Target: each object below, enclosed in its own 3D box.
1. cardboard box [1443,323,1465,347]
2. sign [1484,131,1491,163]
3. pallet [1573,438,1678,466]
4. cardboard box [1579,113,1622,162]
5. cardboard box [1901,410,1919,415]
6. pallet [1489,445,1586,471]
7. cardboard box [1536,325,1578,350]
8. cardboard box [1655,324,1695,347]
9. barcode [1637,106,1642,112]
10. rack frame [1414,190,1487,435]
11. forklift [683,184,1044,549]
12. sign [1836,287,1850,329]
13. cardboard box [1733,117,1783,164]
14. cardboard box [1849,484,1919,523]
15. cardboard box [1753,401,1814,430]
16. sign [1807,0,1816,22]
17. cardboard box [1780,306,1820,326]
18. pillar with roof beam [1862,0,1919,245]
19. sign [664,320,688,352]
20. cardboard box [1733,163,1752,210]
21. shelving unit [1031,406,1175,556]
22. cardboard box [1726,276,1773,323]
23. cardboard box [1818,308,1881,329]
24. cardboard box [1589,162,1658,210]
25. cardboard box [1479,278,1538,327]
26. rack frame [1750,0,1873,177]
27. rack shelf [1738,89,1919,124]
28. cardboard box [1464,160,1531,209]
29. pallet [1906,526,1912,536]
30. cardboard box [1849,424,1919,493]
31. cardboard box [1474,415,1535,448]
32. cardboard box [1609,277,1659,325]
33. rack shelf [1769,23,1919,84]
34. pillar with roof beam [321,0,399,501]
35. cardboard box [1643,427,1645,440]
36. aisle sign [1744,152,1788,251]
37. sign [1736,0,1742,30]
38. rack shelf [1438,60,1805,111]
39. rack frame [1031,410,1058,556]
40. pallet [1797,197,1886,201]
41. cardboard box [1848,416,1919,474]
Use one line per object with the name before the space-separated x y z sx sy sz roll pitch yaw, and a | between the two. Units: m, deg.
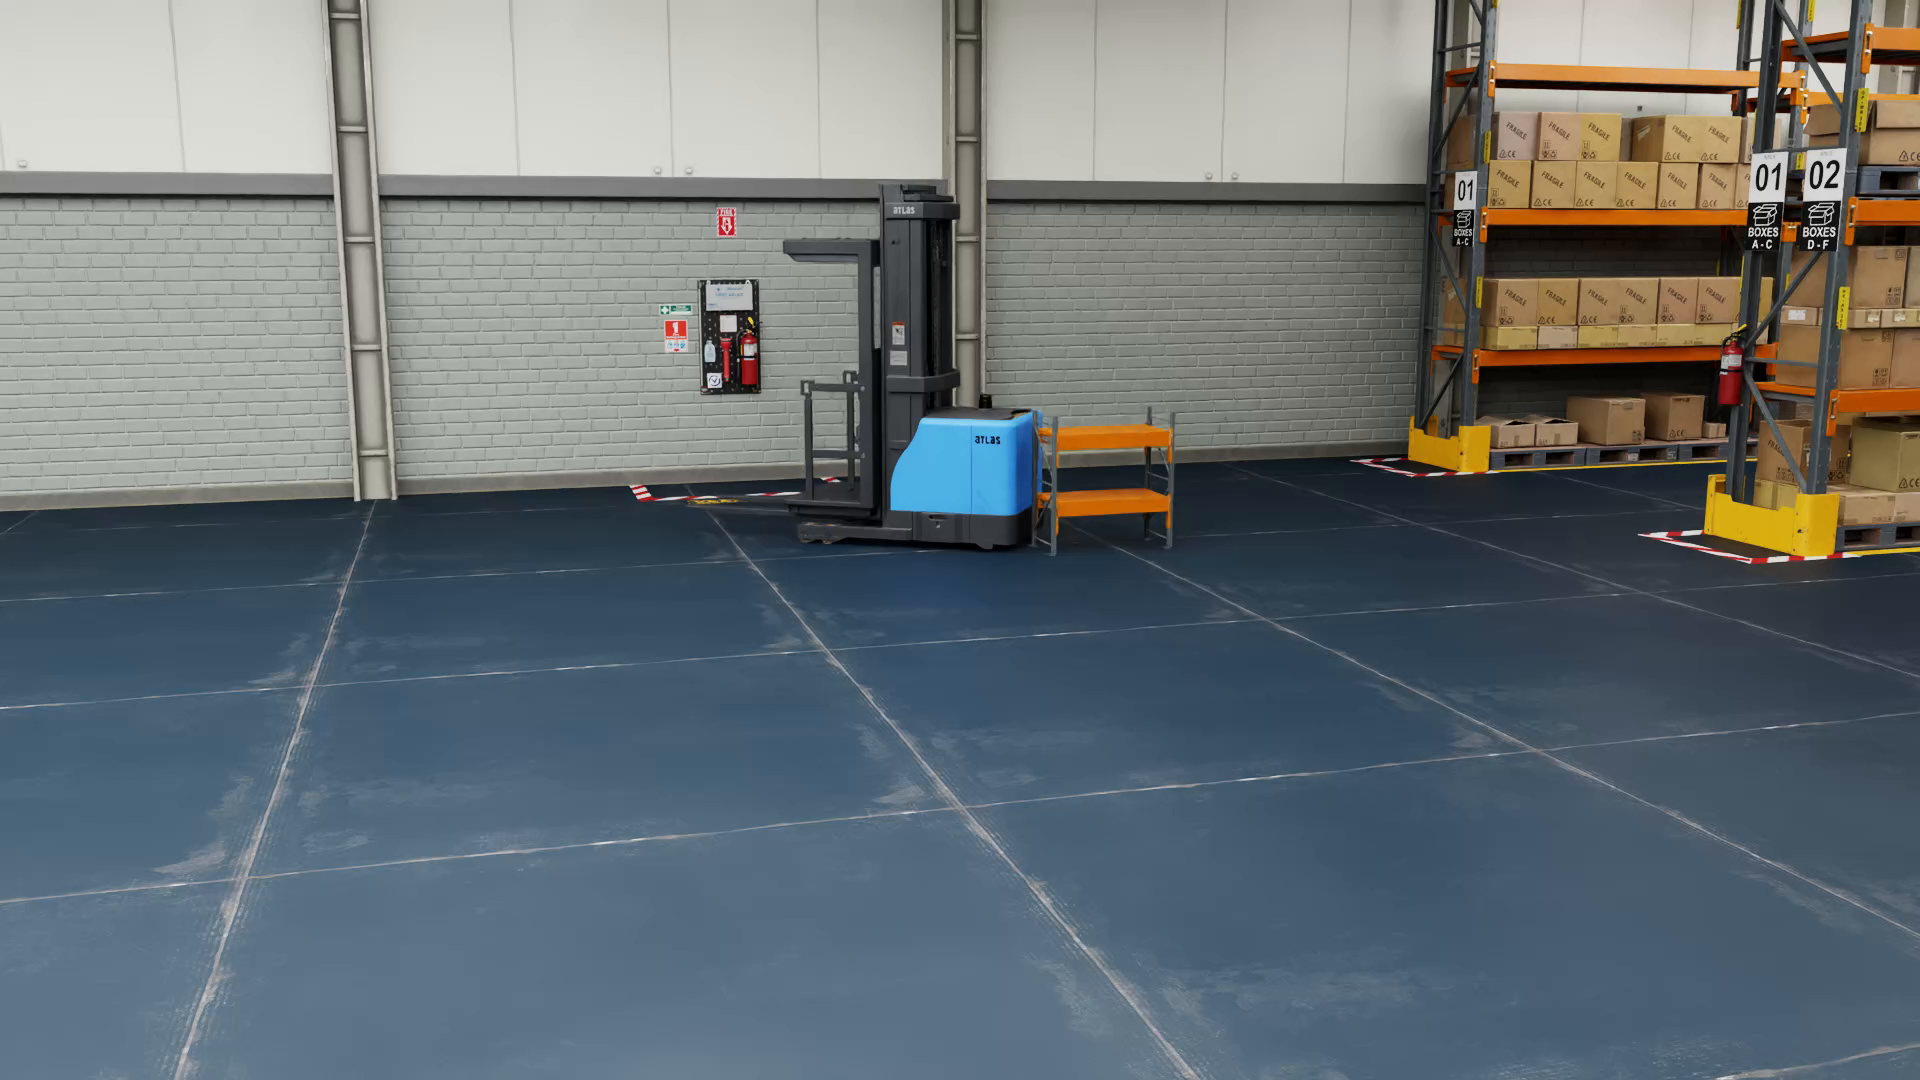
cardboard box | 5.771 -2.303 18.632 0.500 0.250 0.500 -3 11 -15
sign | 5.528 -4.121 17.446 0.005 0.325 0.100 -3 11 -16
pallet | 7.409 -1.038 19.104 1.213 0.211 1.003 -3 11 -16
cardboard box | 6.799 -4.358 18.054 0.500 0.500 0.500 -3 11 -14
cardboard box | 11.385 -1.620 20.252 0.500 0.500 0.700 -3 11 -16
pallet | 6.239 -0.977 18.772 1.213 0.211 1.003 -3 11 -16
cardboard box | 6.428 -2.244 18.311 0.500 0.250 0.500 -3 11 -18
cardboard box | 7.888 -2.320 18.722 0.500 0.250 0.500 -3 11 -16
barcode | 7.762 -4.926 18.989 0.075 0.075 0.001 -3 11 -16
rack frame | 5.376 -2.310 18.309 0.127 3.000 1.000 -3 11 -16
forklift | -0.857 -1.495 14.069 3.031 2.935 1.130 3 11 17
sign | 6.914 -1.817 13.021 0.005 0.325 0.100 -3 11 -16
cardboard box | 8.812 -4.466 18.641 0.500 0.500 0.500 -4 11 -21
cardboard box | 7.821 -0.318 13.921 0.500 0.250 0.500 -3 11 -16
cardboard box | 9.919 -1.539 19.813 0.500 0.500 0.700 -3 11 -14
sign | 9.351 -5.866 18.256 0.005 0.325 0.100 -3 11 -16
cardboard box | 7.078 -1.870 13.849 0.250 0.149 0.380 -3 11 -17
pillar with roof beam | 12.771 -5.001 16.359 0.400 9.000 9.100 -3 11 -16
sign | -2.897 -2.081 16.967 0.234 0.329 0.001 -3 11 -16
cardboard box | 8.799 -3.978 18.753 0.500 0.500 0.500 -3 11 -14
shelving unit | 1.167 -0.493 13.617 1.048 1.125 0.538 -3 11 -17
cardboard box | 8.850 -2.739 18.930 0.500 0.500 0.500 -3 11 -16
cardboard box | 7.202 -1.800 13.469 0.250 0.149 0.380 -3 11 -16
cardboard box | 7.299 -3.896 18.310 0.500 0.500 0.500 -2 11 -12
cardboard box | 5.919 -2.587 18.100 0.500 0.500 0.500 -3 11 -16
rack frame | 6.765 -4.399 13.089 0.127 3.000 1.000 -3 11 -16
rack shelf | 11.137 -5.013 19.516 4.000 0.370 1.077 -3 11 -16
cardboard box | 5.767 -3.818 17.882 0.500 0.500 0.500 -3 11 -14
pallet | 8.656 -0.185 14.466 1.213 0.211 1.003 -3 11 -16
cardboard box | 7.821 -0.686 13.852 0.500 0.500 0.500 -3 11 -16
cardboard box | 6.066 -1.223 18.617 0.500 0.311 0.500 -4 11 -22
cardboard box | 7.386 -2.663 18.516 0.500 0.500 0.500 -3 11 -14
rack shelf | 8.685 -3.950 13.740 4.000 0.370 1.077 -3 11 -16
pillar with roof beam | -4.512 -4.090 11.411 0.400 9.000 9.100 -3 11 -16
cardboard box | 7.676 -1.249 19.206 0.250 0.149 0.380 -4 11 -21
aisle sign | 6.619 -2.775 13.656 0.004 0.787 0.394 -3 11 -16
sign | 9.056 -6.096 19.289 0.005 0.325 0.100 -3 11 -16
rack shelf | 7.297 -5.006 18.381 4.000 0.370 1.077 -3 11 -16
rack frame | 0.682 -0.465 13.465 0.032 1.125 0.500 -3 11 -17
pallet | 9.840 -3.908 19.223 1.003 0.211 1.213 -3 11 -16
cardboard box | 8.152 -0.804 14.492 0.500 0.500 0.500 -3 11 -16
